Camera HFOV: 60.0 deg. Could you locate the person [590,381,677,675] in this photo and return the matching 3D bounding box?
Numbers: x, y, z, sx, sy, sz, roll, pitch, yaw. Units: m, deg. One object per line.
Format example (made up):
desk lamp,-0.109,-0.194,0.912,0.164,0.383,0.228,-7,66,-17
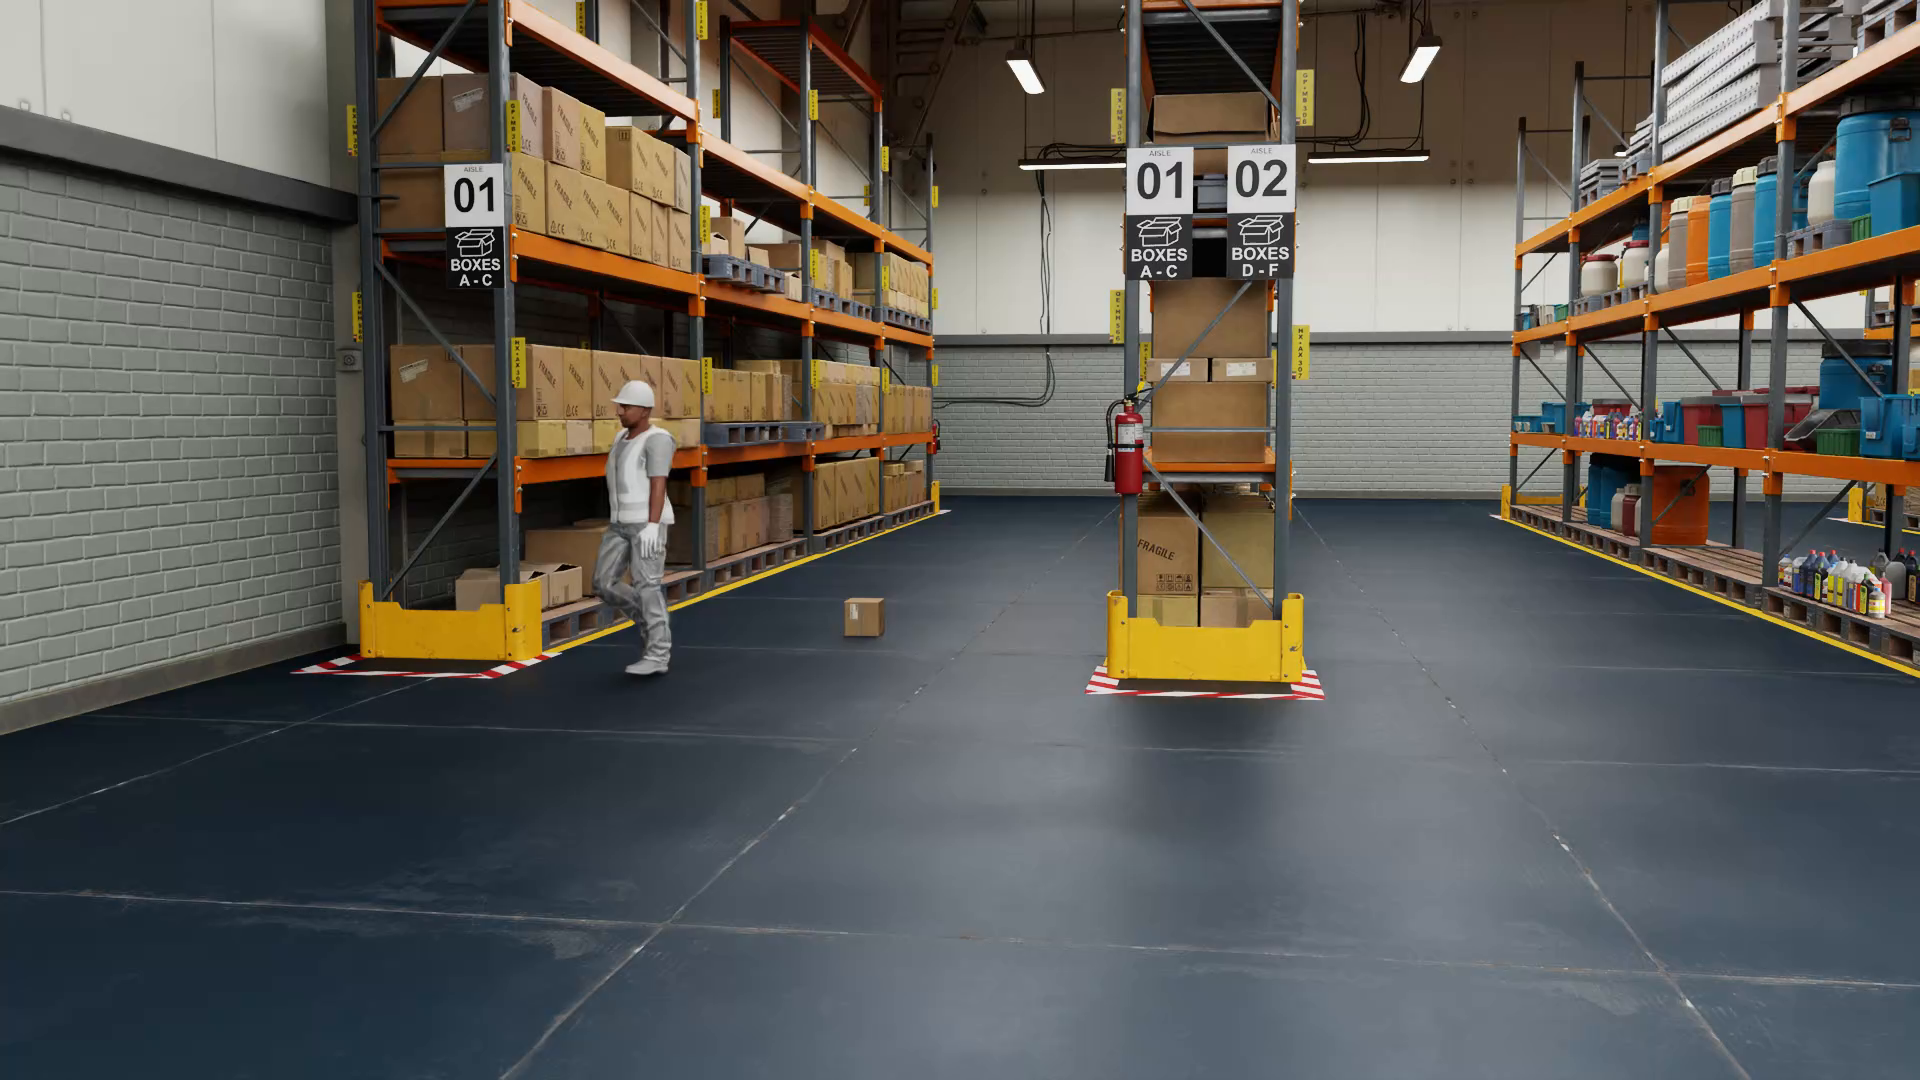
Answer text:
person,-1.949,-0.081,10.165,0.494,1.777,0.597,-4,6,-44
